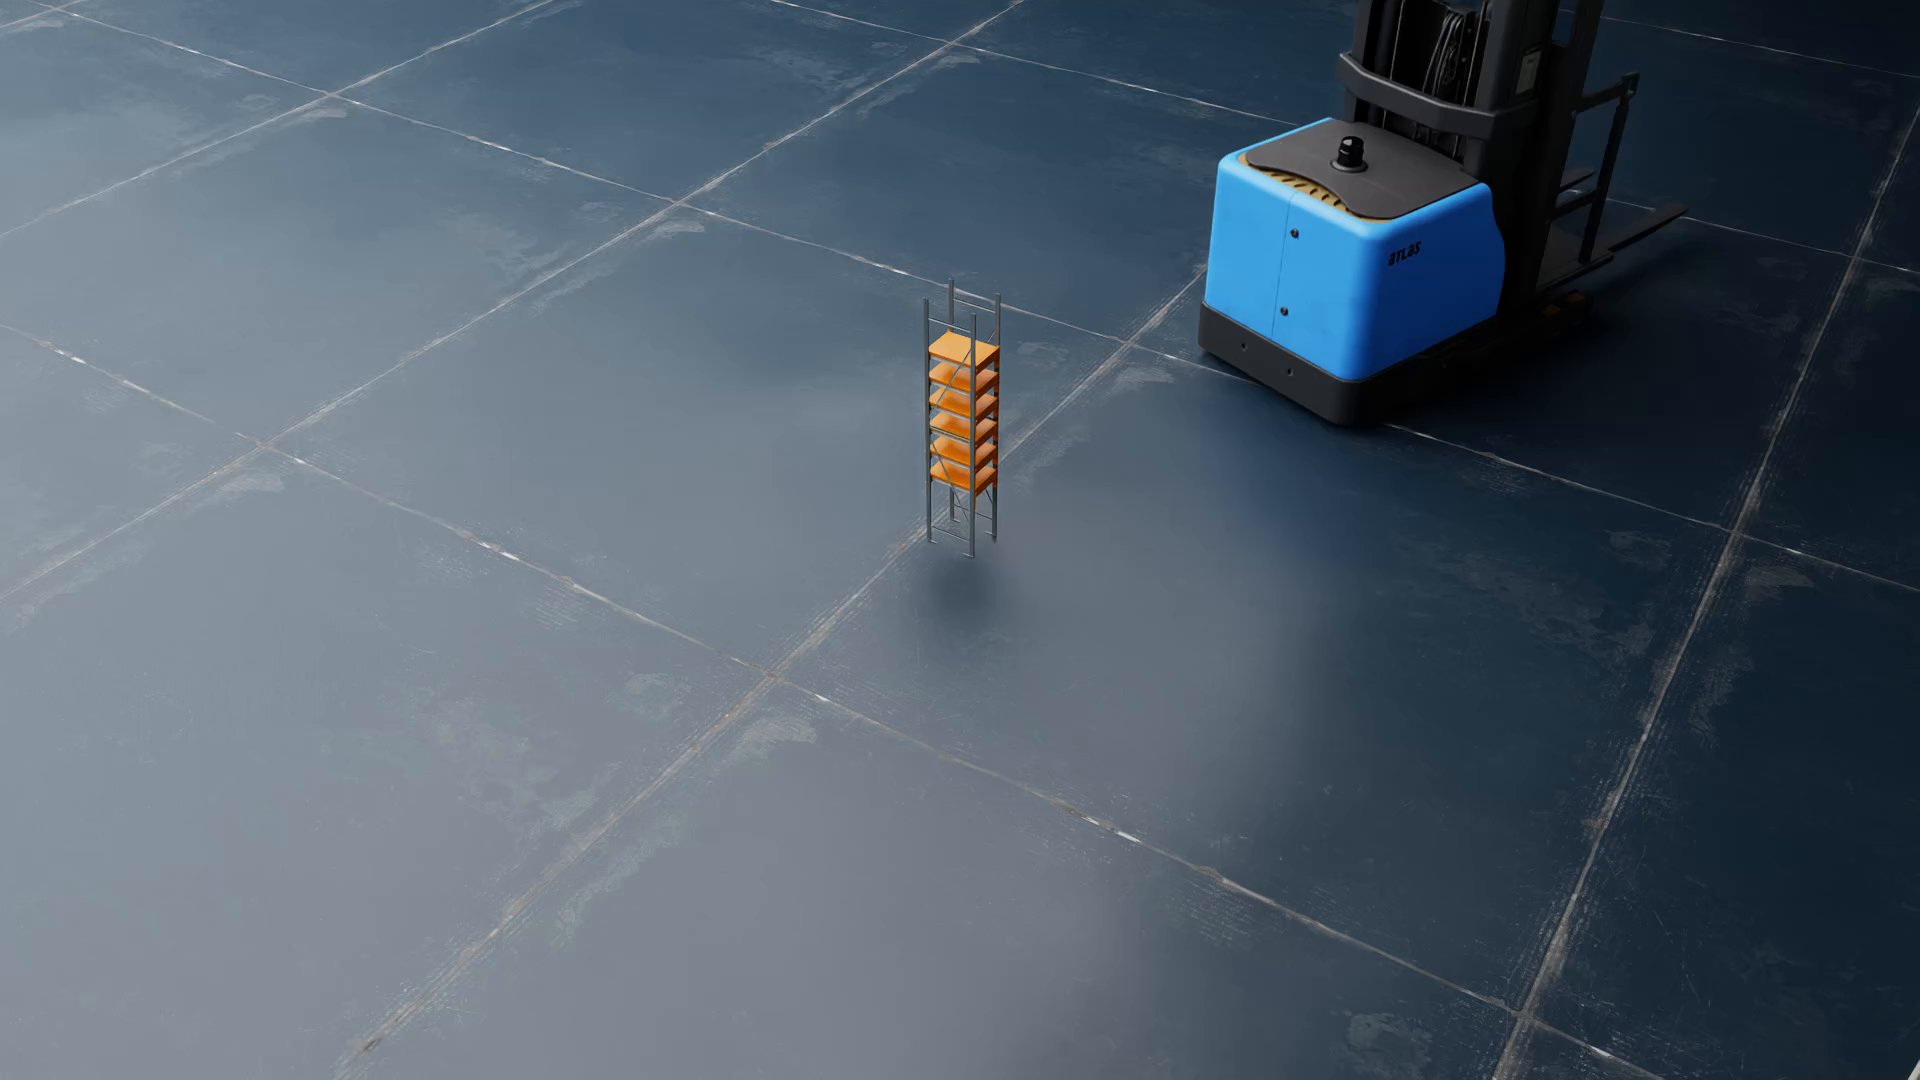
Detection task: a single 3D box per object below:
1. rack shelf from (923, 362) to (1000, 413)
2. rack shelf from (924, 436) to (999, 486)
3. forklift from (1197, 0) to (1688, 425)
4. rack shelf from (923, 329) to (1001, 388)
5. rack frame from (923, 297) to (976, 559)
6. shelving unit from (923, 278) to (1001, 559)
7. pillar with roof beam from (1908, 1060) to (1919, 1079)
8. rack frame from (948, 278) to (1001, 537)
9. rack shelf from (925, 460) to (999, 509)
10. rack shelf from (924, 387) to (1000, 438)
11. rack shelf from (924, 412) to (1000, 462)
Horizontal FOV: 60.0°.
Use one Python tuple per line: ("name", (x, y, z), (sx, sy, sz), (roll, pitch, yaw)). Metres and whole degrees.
("rack shelf", (0.008, -0.638, 6.774), (0.258, 0.103, 0.180), (21, 42, 25))
("rack shelf", (0.008, -0.352, 6.994), (0.258, 0.103, 0.180), (21, 42, 25))
("forklift", (2.678, -2.437, 8.011), (3.031, 2.935, 1.130), (-25, 44, -29))
("rack shelf", (0.008, -0.733, 6.701), (0.258, 0.103, 0.180), (21, 42, 25))
("rack frame", (-0.041, -0.435, 6.832), (0.240, 1.200, 0.006), (21, 42, 25))
("shelving unit", (0.008, -0.483, 6.893), (0.258, 1.200, 0.189), (21, 42, 25))
("pillar with roof beam", (-0.849, -3.071, 3.864), (9.100, 9.000, 0.400), (21, 42, 25))
("rack frame", (0.057, -0.530, 6.955), (0.240, 1.200, 0.006), (21, 42, 25))
("rack shelf", (0.008, -0.257, 7.067), (0.258, 0.103, 0.180), (21, 42, 25))
("rack shelf", (0.008, -0.542, 6.847), (0.258, 0.103, 0.180), (21, 42, 25))
("rack shelf", (0.008, -0.447, 6.920), (0.258, 0.103, 0.180), (21, 42, 25))
